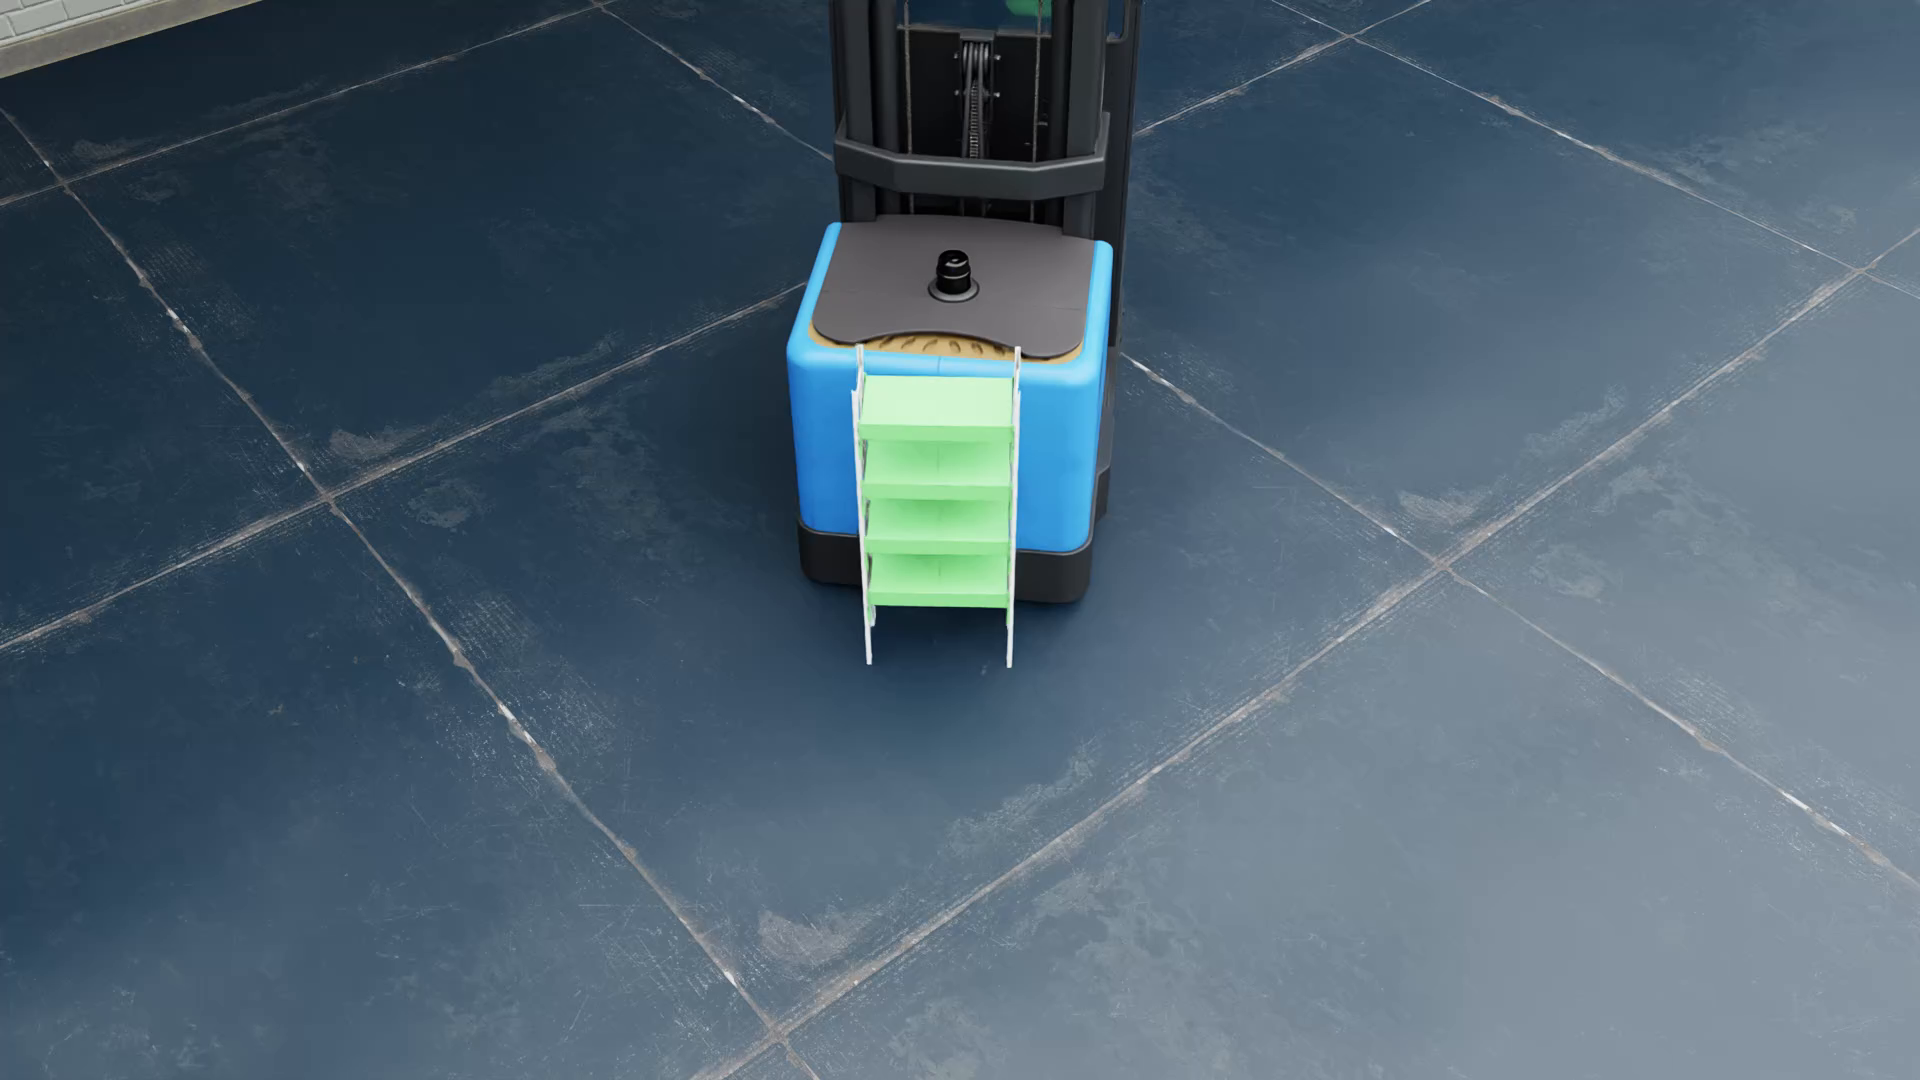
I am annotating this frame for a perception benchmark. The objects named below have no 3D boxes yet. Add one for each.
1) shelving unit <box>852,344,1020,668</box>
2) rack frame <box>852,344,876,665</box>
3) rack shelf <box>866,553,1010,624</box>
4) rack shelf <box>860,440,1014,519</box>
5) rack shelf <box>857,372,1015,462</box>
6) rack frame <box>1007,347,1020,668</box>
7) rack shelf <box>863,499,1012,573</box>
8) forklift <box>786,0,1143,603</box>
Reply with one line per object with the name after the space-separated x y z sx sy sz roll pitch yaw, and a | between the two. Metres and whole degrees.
-0.069 -0.081 5.459 0.503 1.200 0.258 1 43 1 | shelving unit
-0.313 -0.085 5.464 0.015 1.200 0.240 1 43 1 | rack frame
-0.069 0.141 5.667 0.480 0.148 0.258 1 43 1 | rack shelf
-0.069 -0.209 5.339 0.480 0.148 0.258 1 43 1 | rack shelf
-0.069 -0.384 5.174 0.480 0.148 0.258 1 43 1 | rack shelf
0.175 -0.076 5.454 0.015 1.200 0.240 1 43 1 | rack frame
-0.069 -0.034 5.503 0.480 0.148 0.258 1 43 1 | rack shelf
0.118 -1.855 6.085 1.130 2.935 3.031 5 43 5 | forklift
